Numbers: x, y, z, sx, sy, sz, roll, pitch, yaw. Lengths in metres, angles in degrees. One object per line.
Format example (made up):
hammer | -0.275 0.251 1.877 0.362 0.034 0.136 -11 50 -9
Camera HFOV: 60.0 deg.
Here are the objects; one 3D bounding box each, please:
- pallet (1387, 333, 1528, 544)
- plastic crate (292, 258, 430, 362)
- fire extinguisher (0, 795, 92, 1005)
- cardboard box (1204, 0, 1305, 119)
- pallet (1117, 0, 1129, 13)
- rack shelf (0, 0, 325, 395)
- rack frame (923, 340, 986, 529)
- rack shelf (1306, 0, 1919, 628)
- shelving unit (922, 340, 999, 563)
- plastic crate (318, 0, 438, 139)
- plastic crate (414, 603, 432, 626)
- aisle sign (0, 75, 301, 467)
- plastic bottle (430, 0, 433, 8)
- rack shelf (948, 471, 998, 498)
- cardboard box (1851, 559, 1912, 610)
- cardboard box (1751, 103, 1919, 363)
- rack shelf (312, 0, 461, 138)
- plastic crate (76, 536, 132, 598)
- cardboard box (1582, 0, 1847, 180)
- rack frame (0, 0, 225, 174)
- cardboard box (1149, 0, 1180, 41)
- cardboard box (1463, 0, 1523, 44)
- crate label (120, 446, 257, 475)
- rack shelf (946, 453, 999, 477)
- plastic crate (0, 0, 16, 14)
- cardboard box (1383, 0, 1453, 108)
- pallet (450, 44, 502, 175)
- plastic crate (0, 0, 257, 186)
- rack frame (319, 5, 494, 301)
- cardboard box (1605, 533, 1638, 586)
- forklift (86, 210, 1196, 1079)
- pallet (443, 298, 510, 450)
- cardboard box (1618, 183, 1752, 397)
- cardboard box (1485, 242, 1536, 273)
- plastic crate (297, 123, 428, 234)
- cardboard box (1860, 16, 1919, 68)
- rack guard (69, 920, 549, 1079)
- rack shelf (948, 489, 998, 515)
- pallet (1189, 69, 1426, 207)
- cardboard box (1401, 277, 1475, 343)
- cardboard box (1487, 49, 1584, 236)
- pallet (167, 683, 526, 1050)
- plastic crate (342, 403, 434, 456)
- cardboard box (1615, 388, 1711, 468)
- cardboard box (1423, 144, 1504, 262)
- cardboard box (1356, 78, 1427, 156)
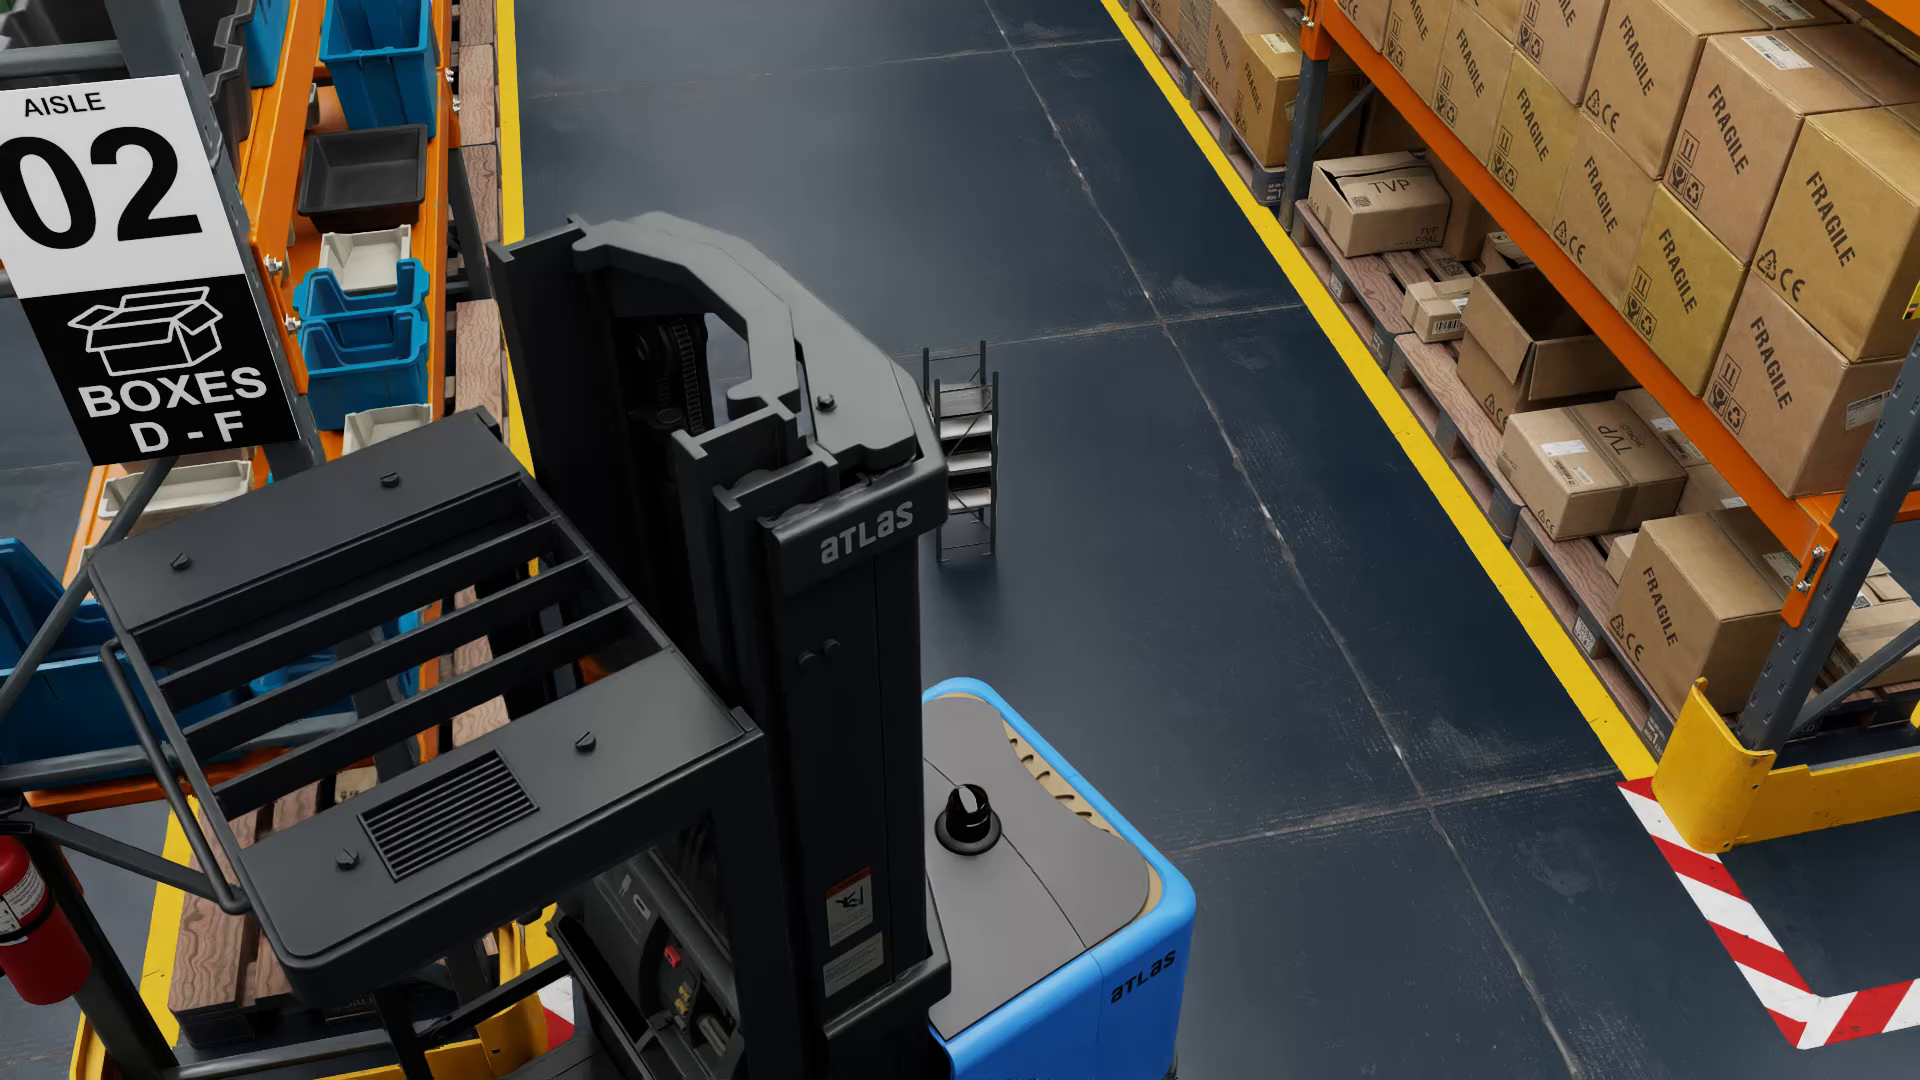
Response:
pallet | 2.561 -0.520 7.177 1.003 0.211 1.213 -8 42 -9
plastic crate | -1.908 -0.716 5.378 0.416 0.233 0.300 -8 42 -9
fire extinguisher | -2.239 0.831 3.894 0.296 0.674 0.183 -8 42 -9
cardboard box | 1.662 -2.631 9.006 0.500 0.500 0.500 -8 42 -9
pallet | 1.407 -3.861 10.941 1.003 0.211 1.213 -8 42 -9
rack shelf | -2.259 -1.650 4.632 1.077 0.370 4.000 -8 42 -9
rack frame | -0.020 -0.397 6.520 0.240 0.900 0.006 -8 42 -9
rack shelf | 2.578 -1.235 6.424 1.077 0.370 4.000 -8 42 -9
shelving unit | 0.002 -0.331 6.445 0.258 0.900 0.210 -8 42 -9
plastic crate | -2.257 -1.856 6.548 0.392 0.384 0.575 -8 42 -9
plastic crate | -1.548 0.148 4.477 0.250 0.136 0.298 -8 42 -9
aisle sign | -1.522 -0.469 3.060 0.394 0.787 0.004 -8 42 -9
plastic bottle | -2.425 -2.477 7.430 0.097 0.201 0.097 0 42 0
rack shelf | 0.002 -0.239 6.527 0.258 0.077 0.200 -8 42 -9
cardboard box | 3.201 0.204 6.063 0.380 0.166 0.250 -8 42 -9
cardboard box | 2.645 -0.868 4.640 0.500 0.500 0.500 -9 42 -10
rack shelf | -3.123 -3.121 8.548 1.077 0.370 4.000 -8 42 -9
plastic crate | -2.180 0.073 4.562 0.396 0.136 0.243 -8 42 -9
cardboard box | 2.419 -1.531 5.387 0.500 0.500 0.500 -7 42 -8
rack frame | -1.828 -1.744 1.936 1.000 3.000 0.127 -8 42 -9
cardboard box | 1.442 -3.285 9.743 0.500 0.500 0.500 -10 43 -11
cardboard box | 2.196 -2.199 6.139 0.500 0.500 0.500 -10 42 -11
crate label | -2.313 -0.294 4.975 0.396 0.136 0.243 -8 42 -9
rack shelf | 0.002 -0.306 6.467 0.258 0.077 0.200 -8 42 -9
plastic crate | -2.319 -1.142 3.677 0.450 0.188 0.336 -8 42 -9
cardboard box | 2.104 -2.137 6.823 0.500 0.500 0.500 -8 42 -9
pallet | -3.084 -2.349 9.238 1.003 0.211 1.213 -8 42 -9
plastic crate | -1.639 -0.863 3.302 0.497 0.269 0.590 -8 42 -9
rack frame | -2.691 -2.094 6.849 1.000 3.000 0.127 -8 42 -9
cardboard box | 2.652 0.094 6.187 0.380 0.166 0.250 -8 42 -9
forklift | -0.881 0.906 3.521 3.031 2.935 1.130 -26 48 -26
pallet | -2.494 -0.580 7.244 1.003 0.211 1.213 -8 42 -9
cardboard box | 2.532 -0.833 5.353 0.500 0.500 0.500 -8 42 -9
cardboard box | 2.708 -1.145 7.474 0.500 0.311 0.500 -8 42 -9
plastic crate | -2.187 -1.326 6.146 0.437 0.125 0.590 -8 42 -9
cardboard box | 3.051 -1.283 5.107 0.500 0.500 0.500 -8 42 -9
rack guard | -1.810 1.448 4.742 1.175 0.500 0.348 -8 42 -9
rack shelf | 0.002 -0.172 6.587 0.258 0.077 0.200 -8 42 -9
pallet | 1.934 -2.280 9.159 1.003 0.211 1.213 -8 42 -9
cardboard box | 2.222 -1.043 7.469 0.380 0.166 0.250 -8 42 -9
cardboard box | 2.321 -1.483 6.086 0.500 0.500 0.500 -9 42 -10
pallet | -1.968 1.002 5.462 1.003 0.211 1.213 -8 42 -9
plastic crate | -1.694 -0.291 4.972 0.250 0.136 0.298 -8 42 -9
cardboard box | 2.954 -0.386 6.665 0.500 0.250 0.500 -8 42 -9
cardboard box | 2.546 -1.702 7.959 0.500 0.500 0.500 -8 42 -9
cardboard box | 2.280 -2.379 8.722 0.500 0.500 0.500 -10 43 -11
